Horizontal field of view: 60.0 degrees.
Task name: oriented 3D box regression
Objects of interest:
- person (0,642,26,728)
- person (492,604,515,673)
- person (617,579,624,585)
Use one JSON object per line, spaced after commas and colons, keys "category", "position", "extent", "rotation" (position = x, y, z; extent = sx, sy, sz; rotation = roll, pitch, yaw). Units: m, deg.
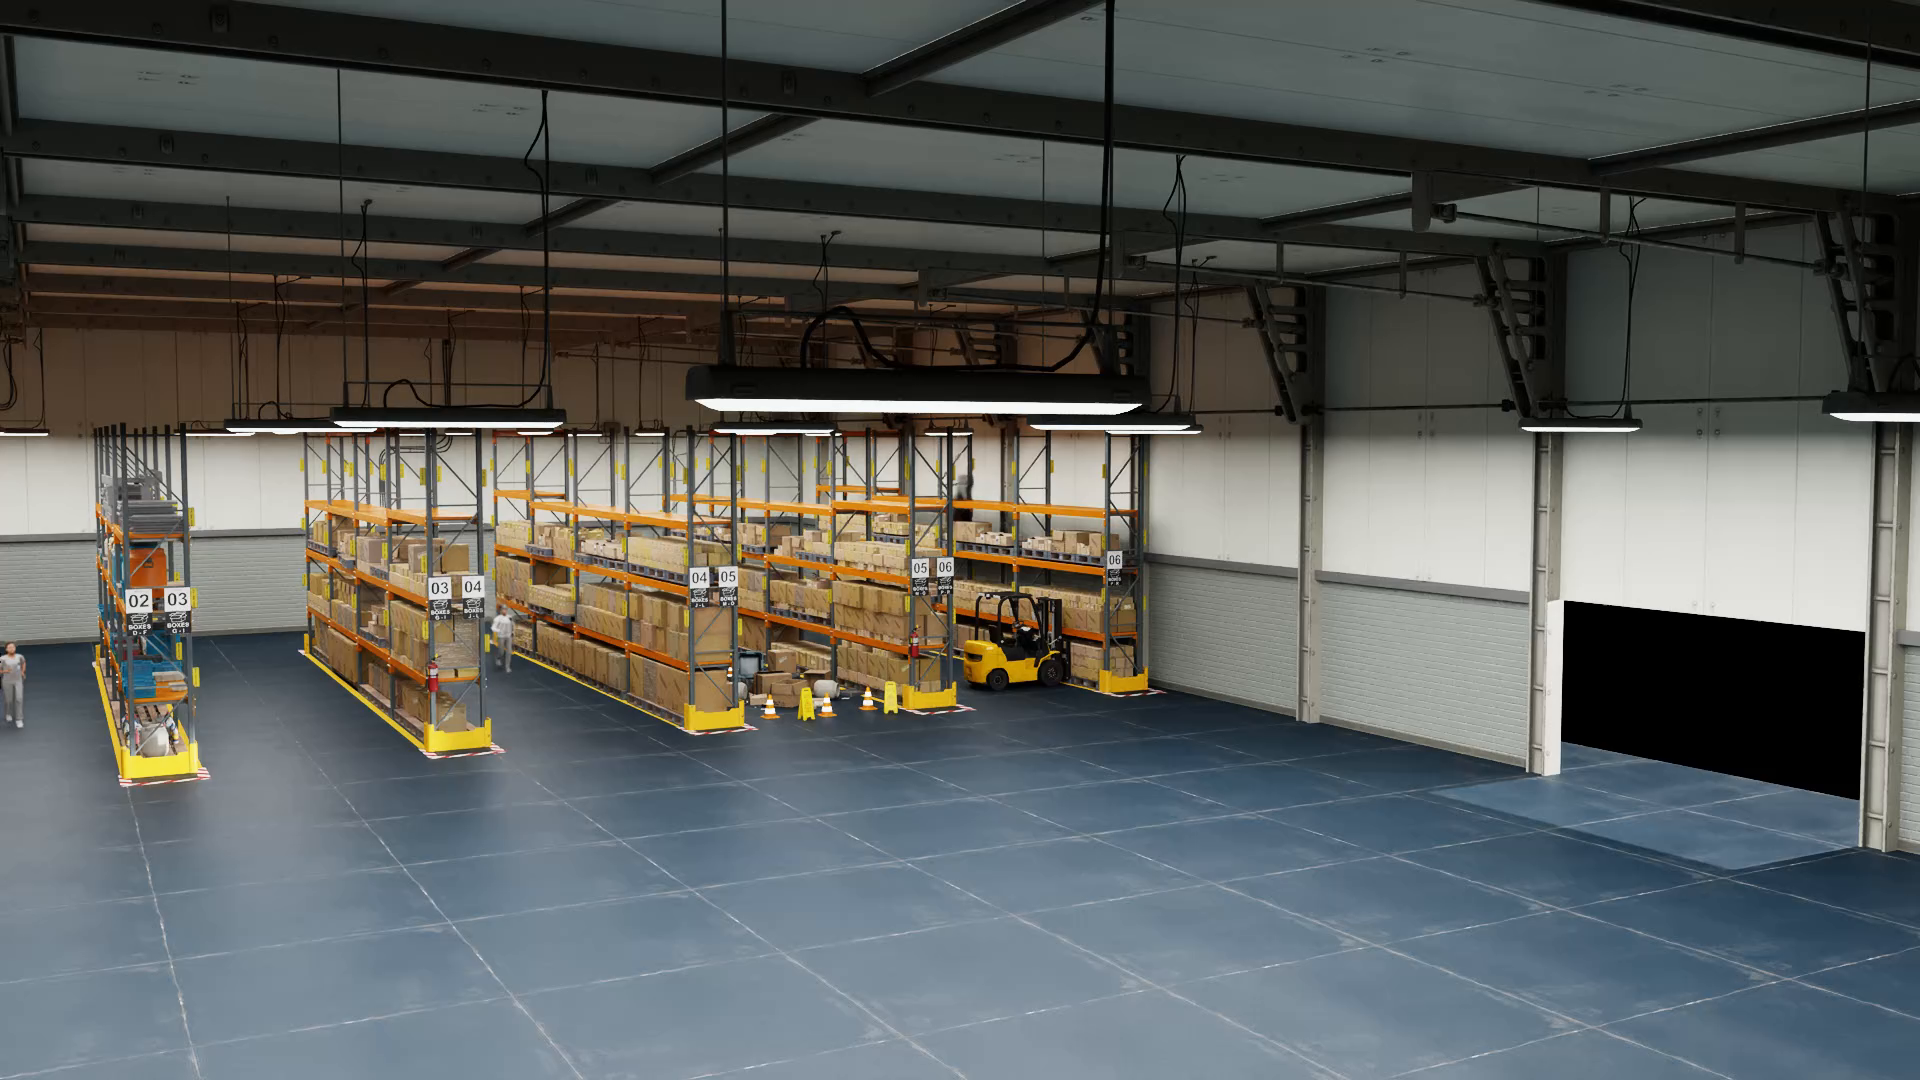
{"category": "person", "position": [-18.873, 2.857, 33.110], "extent": [0.565, 1.673, 0.951], "rotation": [-3, 5, -40]}
{"category": "person", "position": [-11.206, 2.402, 40.917], "extent": [0.616, 1.681, 0.870], "rotation": [-2, 4, -33]}
{"category": "person", "position": [-10.078, 1.930, 49.990], "extent": [0.693, 1.565, 0.526], "rotation": [-2, 4, -32]}
